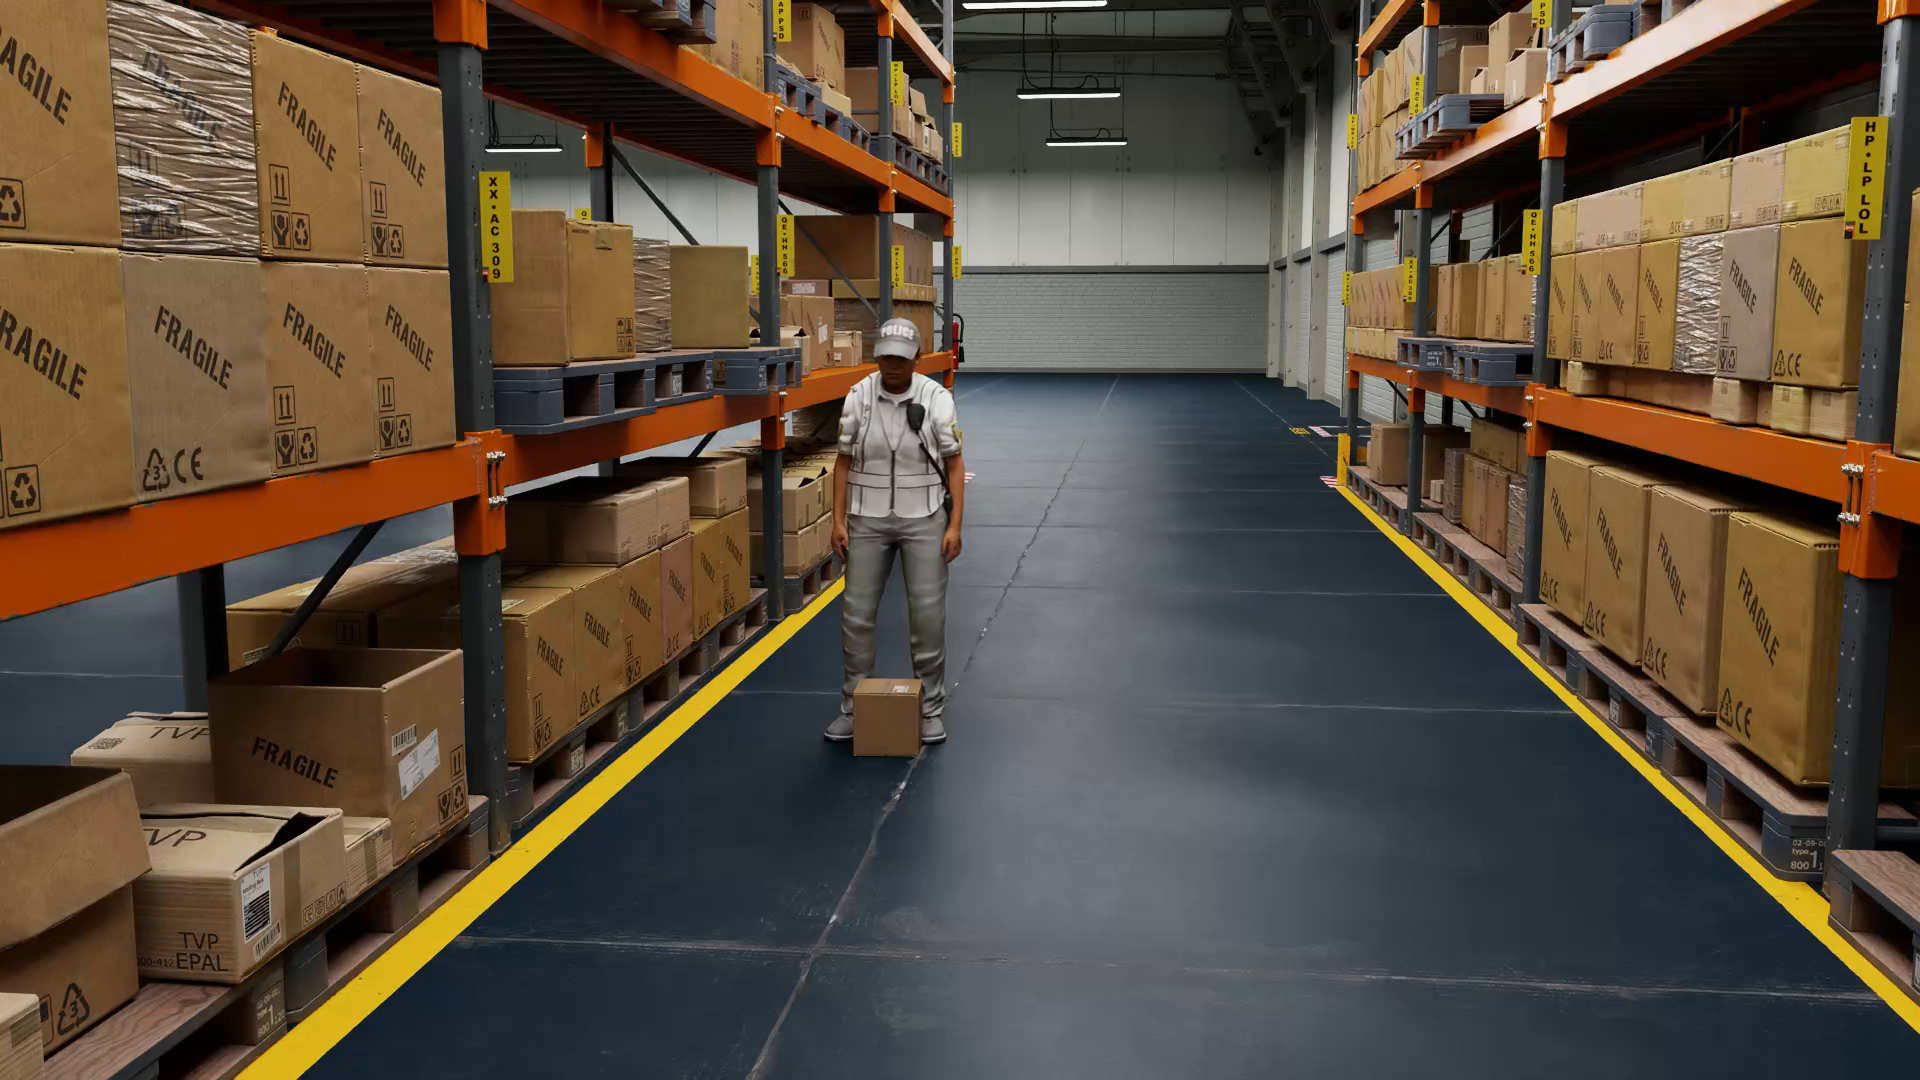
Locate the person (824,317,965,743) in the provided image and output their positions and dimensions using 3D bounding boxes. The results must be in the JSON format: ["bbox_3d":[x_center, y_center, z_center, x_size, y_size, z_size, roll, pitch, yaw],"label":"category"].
[{"bbox_3d":[-0.258,-0.041,6.579,0.547,1.666,0.473,1,8,7],"label":"person"}]
